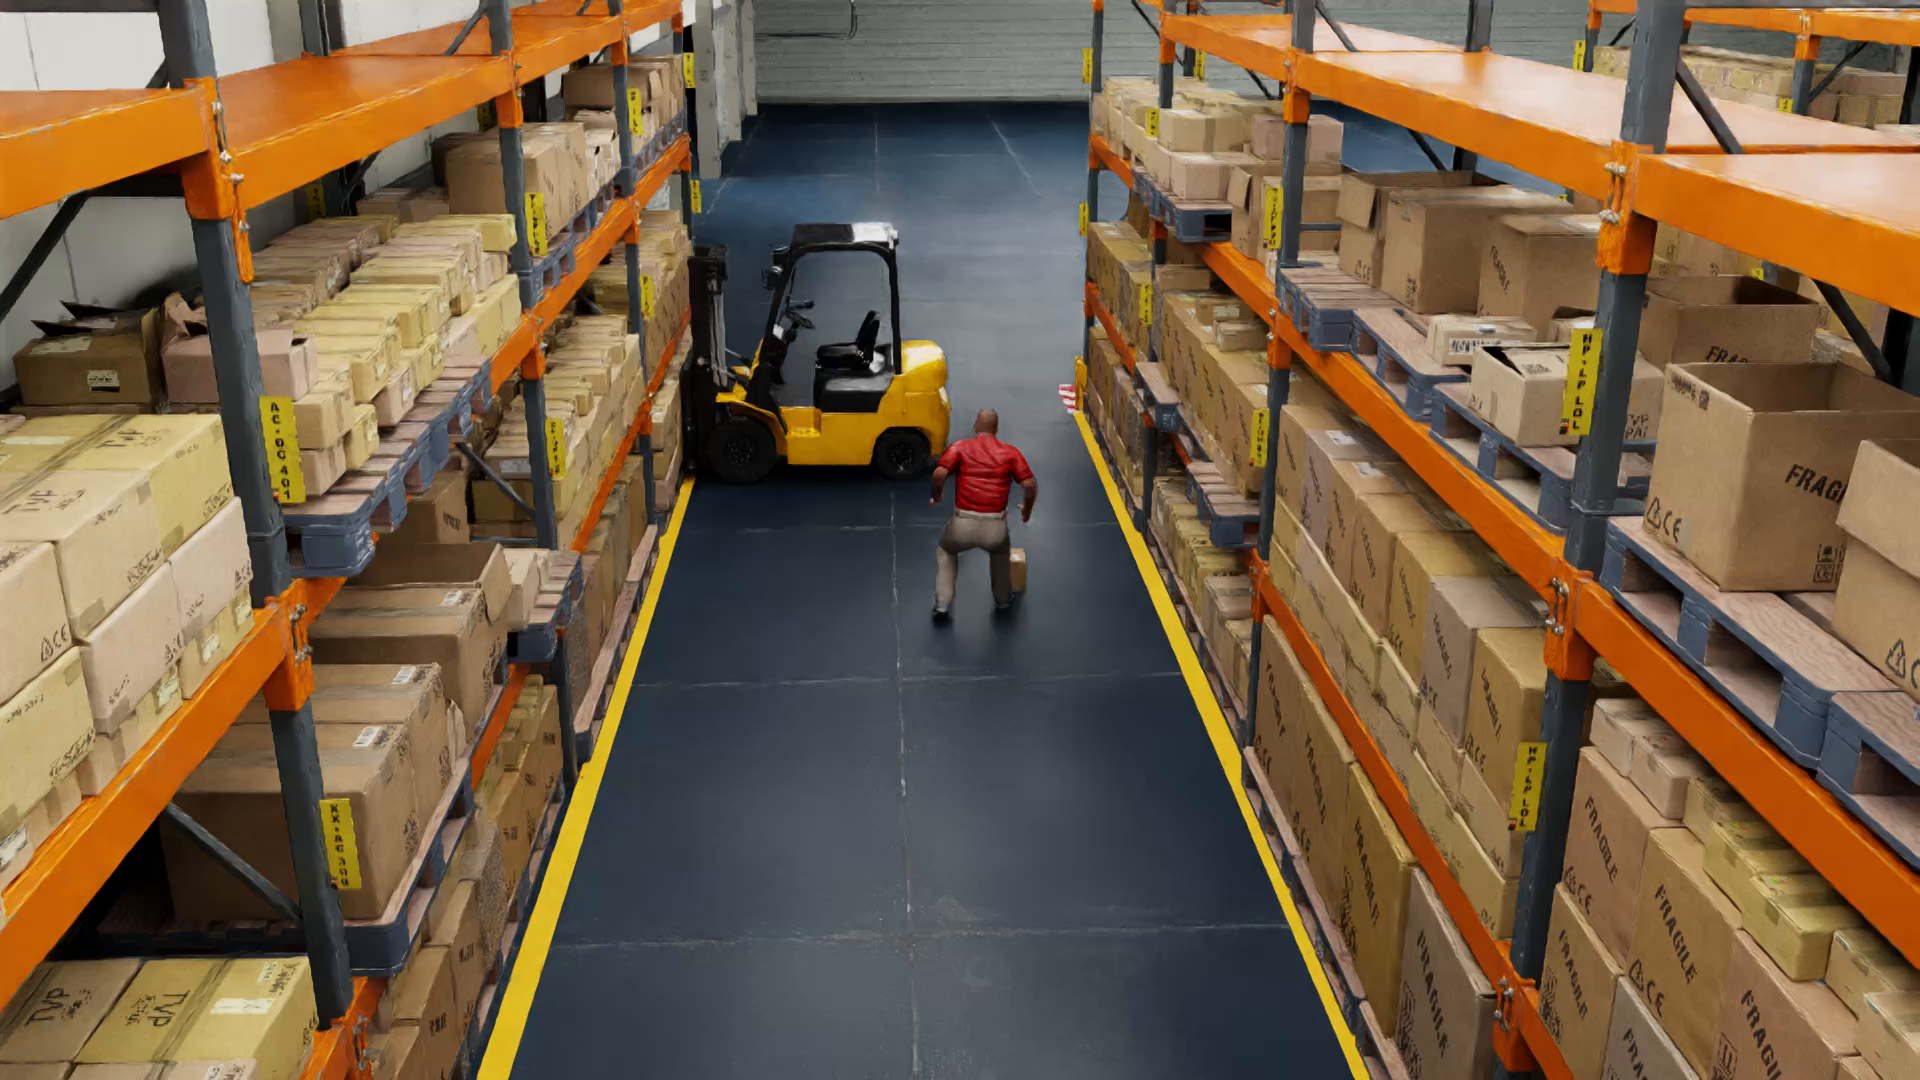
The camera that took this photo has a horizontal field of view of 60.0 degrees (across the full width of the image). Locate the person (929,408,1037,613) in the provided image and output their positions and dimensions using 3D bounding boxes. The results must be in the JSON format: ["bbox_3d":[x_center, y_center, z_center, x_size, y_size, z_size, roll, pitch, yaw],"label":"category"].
[{"bbox_3d":[0.155,-0.196,11.863,0.756,1.544,0.783,0,20,-1],"label":"person"}]
